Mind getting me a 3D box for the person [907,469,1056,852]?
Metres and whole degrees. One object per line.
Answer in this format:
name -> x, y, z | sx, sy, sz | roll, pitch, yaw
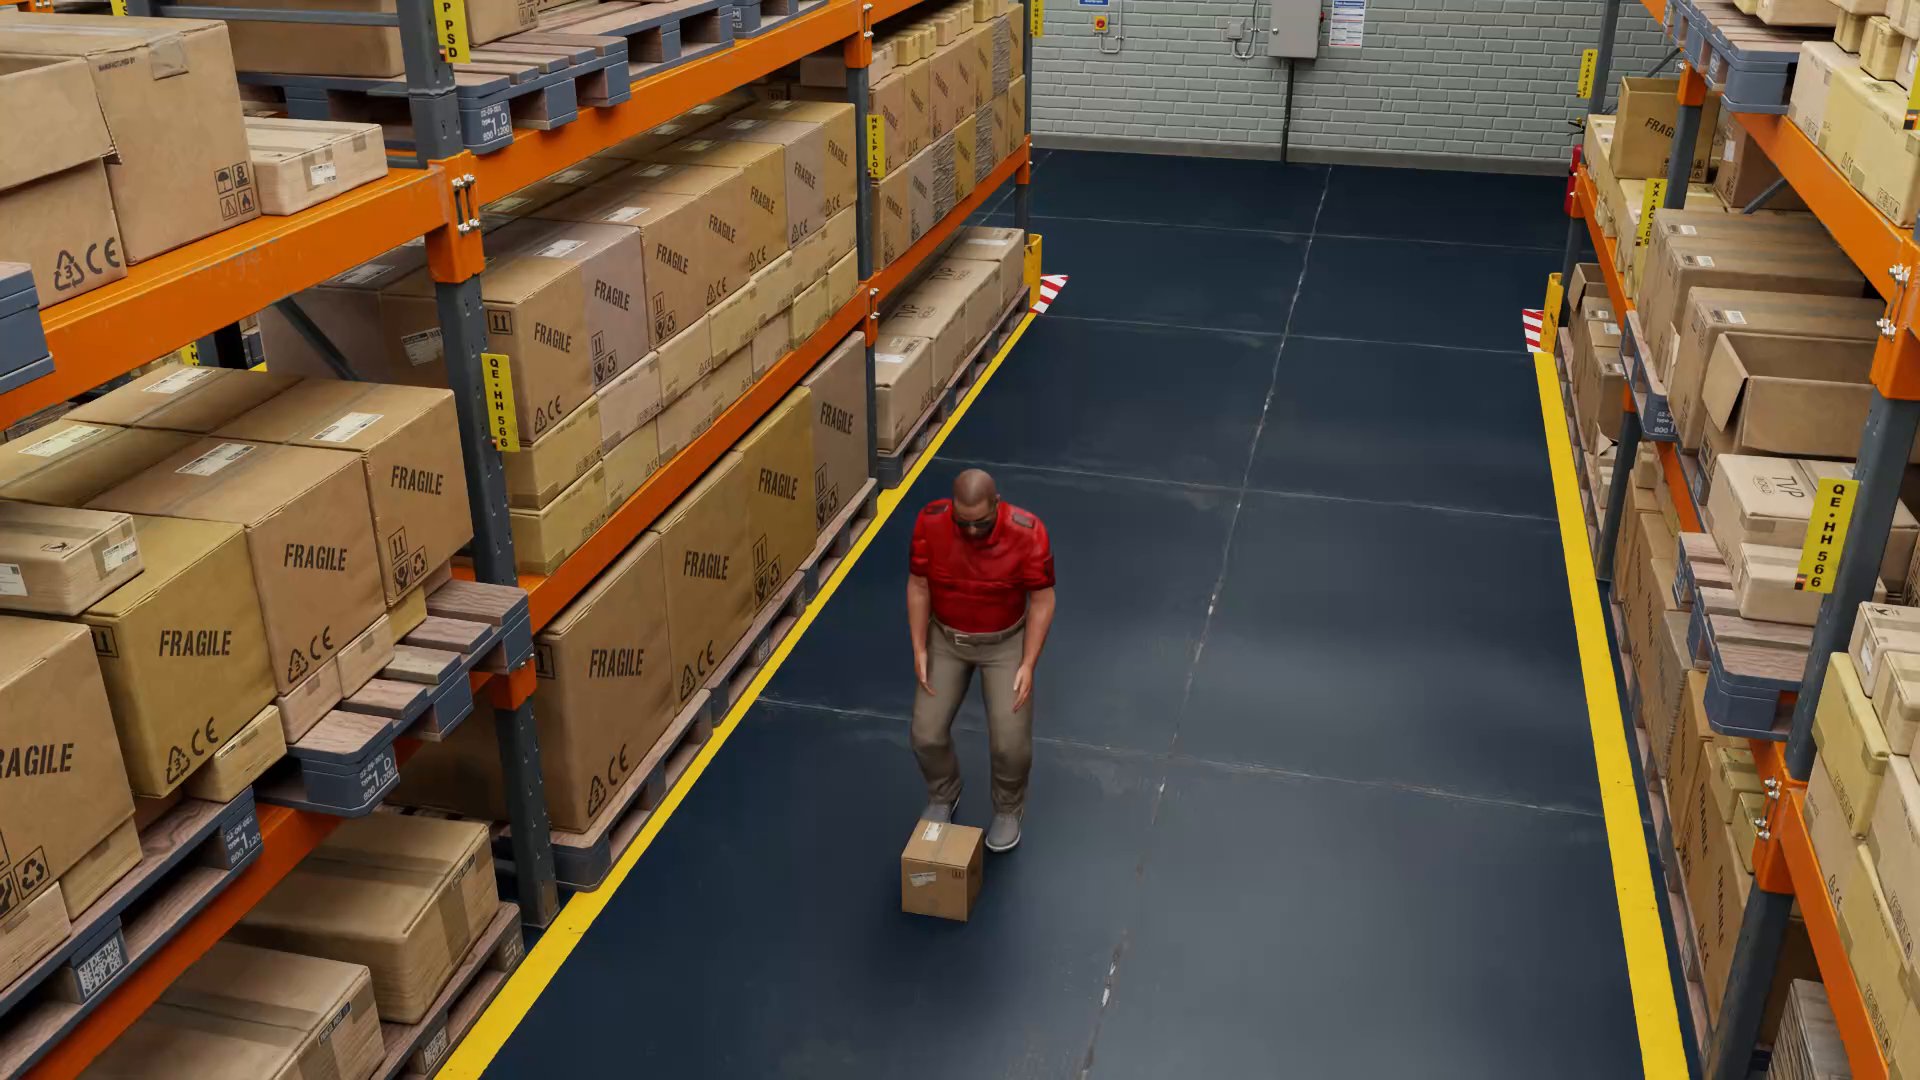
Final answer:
person -> 0.084, 0.426, 6.359 | 0.571, 1.624, 0.503 | 7, 26, 14
